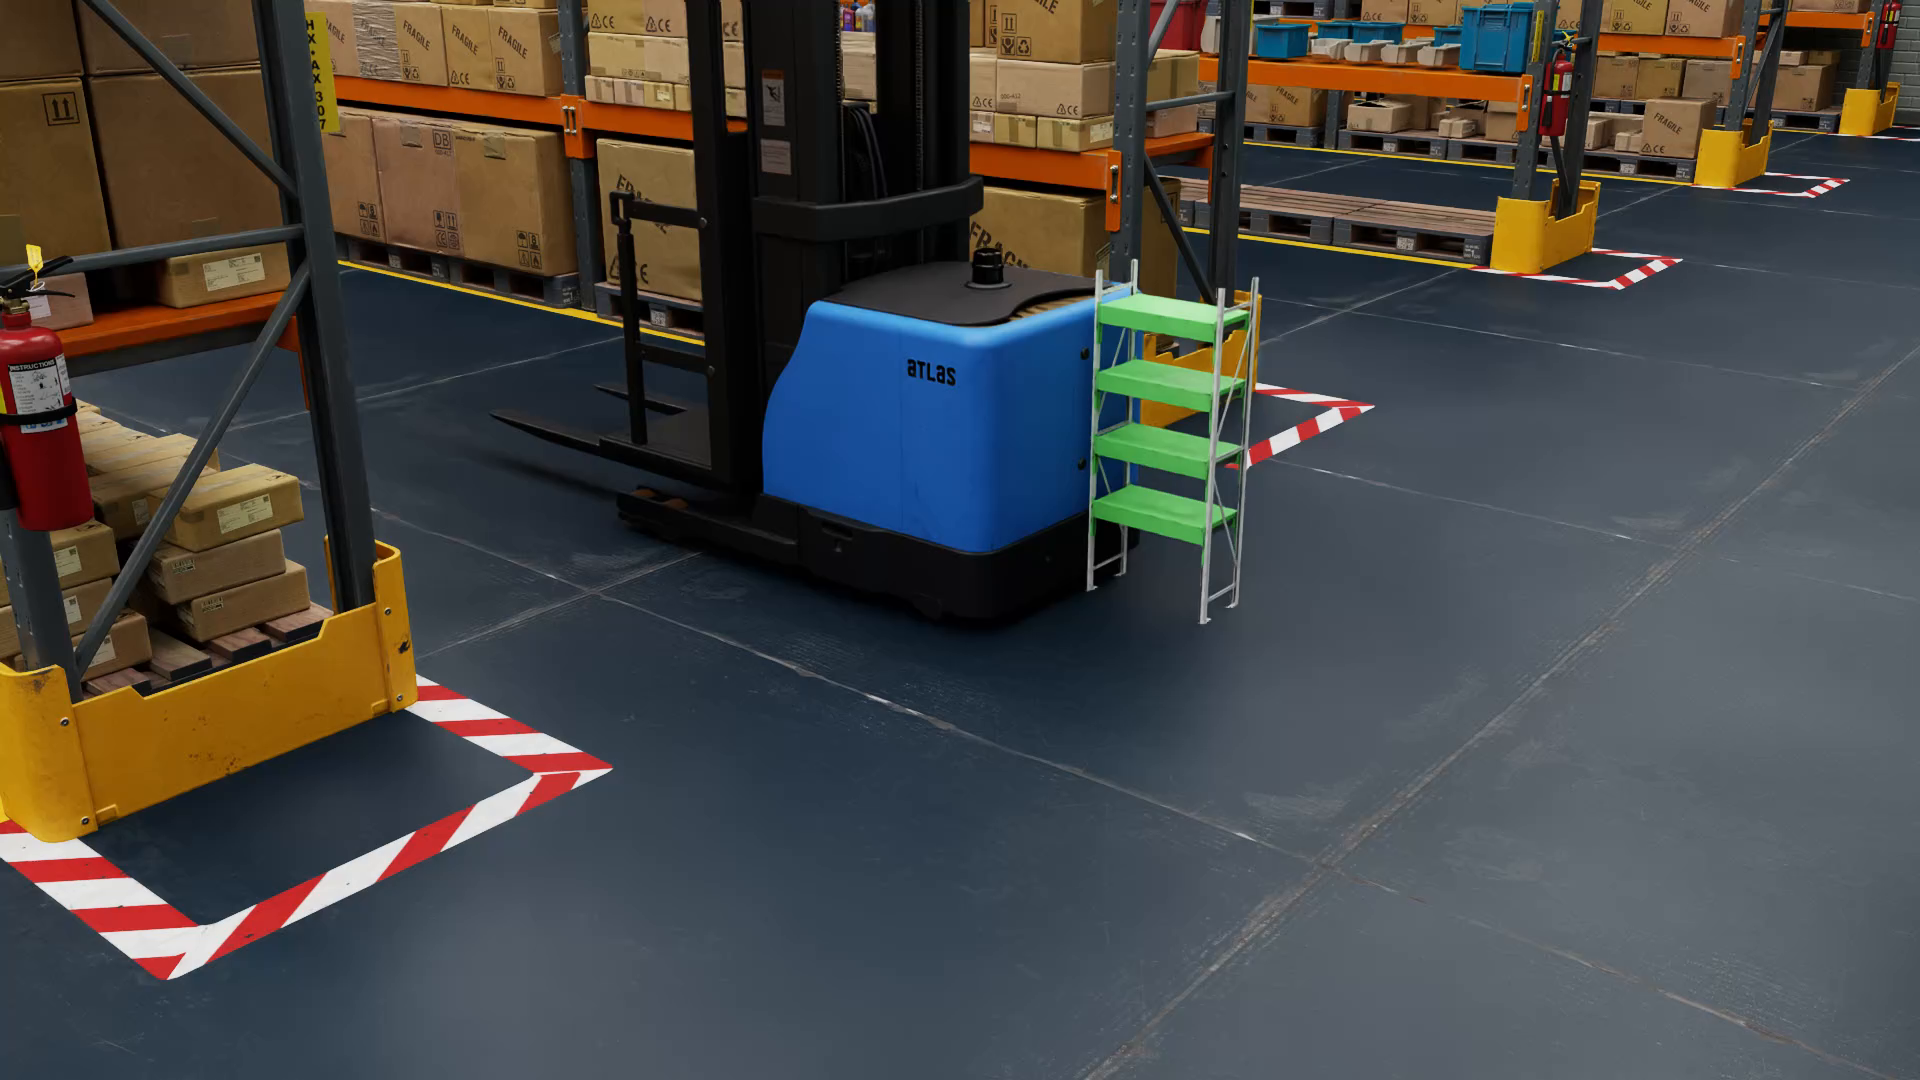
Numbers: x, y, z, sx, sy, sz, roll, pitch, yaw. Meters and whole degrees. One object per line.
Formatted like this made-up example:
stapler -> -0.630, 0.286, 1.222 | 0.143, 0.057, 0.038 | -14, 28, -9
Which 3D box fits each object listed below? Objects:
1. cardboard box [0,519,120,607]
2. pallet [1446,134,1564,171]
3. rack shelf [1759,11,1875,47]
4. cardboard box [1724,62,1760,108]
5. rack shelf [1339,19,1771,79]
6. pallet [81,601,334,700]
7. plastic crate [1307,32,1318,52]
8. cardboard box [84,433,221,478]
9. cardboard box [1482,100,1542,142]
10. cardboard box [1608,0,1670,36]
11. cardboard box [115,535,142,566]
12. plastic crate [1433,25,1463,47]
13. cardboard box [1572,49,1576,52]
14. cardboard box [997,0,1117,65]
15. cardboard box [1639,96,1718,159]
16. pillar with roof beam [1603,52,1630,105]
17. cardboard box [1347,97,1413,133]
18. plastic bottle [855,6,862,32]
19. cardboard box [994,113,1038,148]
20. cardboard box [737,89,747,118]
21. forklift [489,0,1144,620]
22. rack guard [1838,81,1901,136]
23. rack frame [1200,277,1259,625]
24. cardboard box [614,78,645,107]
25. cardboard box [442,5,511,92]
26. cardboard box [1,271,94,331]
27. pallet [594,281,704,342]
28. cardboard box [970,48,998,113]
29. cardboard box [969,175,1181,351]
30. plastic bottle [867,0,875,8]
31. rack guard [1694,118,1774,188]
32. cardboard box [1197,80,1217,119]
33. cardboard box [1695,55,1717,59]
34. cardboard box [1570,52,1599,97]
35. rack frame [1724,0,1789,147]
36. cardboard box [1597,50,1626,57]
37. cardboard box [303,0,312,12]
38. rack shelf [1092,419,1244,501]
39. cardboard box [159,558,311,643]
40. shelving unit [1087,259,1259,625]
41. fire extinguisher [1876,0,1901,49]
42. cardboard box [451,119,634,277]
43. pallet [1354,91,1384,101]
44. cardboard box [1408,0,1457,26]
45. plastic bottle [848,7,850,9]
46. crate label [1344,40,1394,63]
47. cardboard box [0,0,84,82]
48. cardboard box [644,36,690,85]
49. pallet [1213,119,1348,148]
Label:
cardboard box -> -2.718, 0.054, 4.875 | 0.250, 0.149, 0.380 | 16, 26, 37
pallet -> 5.715, -3.958, 16.866 | 1.213, 0.211, 1.003 | 16, 26, 36
rack shelf -> 8.913, -6.261, 20.039 | 4.000, 0.370, 1.077 | 16, 26, 36
cardboard box -> 9.469, -5.419, 19.733 | 0.500, 0.500, 0.700 | 16, 26, 36
rack shelf -> 5.784, -4.906, 16.446 | 4.000, 0.370, 1.077 | 16, 26, 36
pallet -> -2.814, 0.341, 5.465 | 1.213, 0.211, 1.003 | 16, 26, 36
plastic crate -> 2.638, -3.934, 13.137 | 0.466, 0.136, 0.293 | 16, 26, 36
cardboard box -> -2.743, -0.226, 5.619 | 0.250, 0.149, 0.380 | 16, 26, 36
cardboard box -> 5.693, -4.309, 16.757 | 0.637, 0.503, 0.797 | 16, 26, 36
cardboard box -> 6.410, -4.983, 15.490 | 0.500, 0.500, 0.500 | 16, 26, 37
cardboard box -> -2.568, -0.021, 5.497 | 0.250, 0.149, 0.380 | 16, 26, 36
plastic crate -> 3.705, -3.685, 12.340 | 0.300, 0.233, 0.416 | 16, 26, 36
cardboard box -> 7.891, -6.266, 21.061 | 0.250, 0.149, 0.380 | 16, 26, 36
cardboard box -> 0.523, -2.546, 7.896 | 0.500, 0.500, 0.500 | 16, 26, 37
cardboard box -> 6.756, -3.886, 15.642 | 0.500, 0.500, 0.500 | 16, 26, 36
pillar with roof beam -> 5.731, -8.754, 17.129 | 0.400, 9.000, 9.100 | 16, 26, 36
cardboard box -> 4.422, -4.484, 17.494 | 0.500, 0.311, 0.500 | 16, 26, 36
plastic bottle -> -0.902, -4.692, 15.041 | 0.097, 0.271, 0.097 | 0, 21, 0
cardboard box -> 0.380, -2.019, 8.126 | 0.250, 0.149, 0.380 | 16, 26, 37
cardboard box -> -1.009, -2.418, 9.185 | 0.250, 0.149, 0.380 | 16, 26, 37
forklift -> -0.766, -1.497, 6.484 | 3.031, 2.935, 1.130 | 16, 26, 36
rack guard -> 10.481, -4.976, 19.156 | 0.348, 0.500, 1.175 | 16, 26, 36
rack frame -> 0.929, -0.294, 5.748 | 0.015, 1.200, 0.240 | 16, 26, 36
cardboard box -> -1.810, -2.648, 9.796 | 0.250, 0.149, 0.380 | 15, 25, 35
cardboard box -> -2.947, -3.170, 10.682 | 0.500, 0.500, 0.500 | 17, 27, 38
cardboard box -> -2.579, -0.634, 4.454 | 0.250, 0.149, 0.380 | 16, 26, 36
pallet -> -1.493, -1.486, 10.309 | 1.213, 0.211, 1.003 | 16, 26, 36
cardboard box -> 0.131, -2.307, 8.326 | 0.500, 0.250, 0.500 | 16, 26, 35
cardboard box -> 0.520, -1.412, 8.578 | 0.875, 0.875, 0.875 | 16, 26, 36
plastic bottle -> -0.858, -5.025, 15.925 | 0.097, 0.271, 0.097 | 0, 21, 0
rack guard -> 7.274, -3.644, 15.622 | 0.348, 0.500, 1.175 | 16, 26, 36
cardboard box -> 2.905, -4.981, 18.545 | 0.500, 0.500, 0.500 | 16, 26, 37
cardboard box -> 9.097, -5.920, 20.143 | 0.250, 0.149, 0.380 | 16, 26, 37
cardboard box -> 7.878, -5.876, 20.946 | 0.500, 0.500, 0.700 | 16, 26, 37
rack frame -> 7.333, -4.796, 15.136 | 0.127, 3.000, 1.000 | 16, 26, 36
cardboard box -> 8.028, -6.053, 20.496 | 0.250, 0.149, 0.380 | 17, 27, 38
cardboard box -> -4.526, -3.623, 11.884 | 0.500, 0.500, 0.500 | 15, 25, 35
rack shelf -> 0.740, -0.289, 5.914 | 0.480, 0.148, 0.258 | 16, 26, 36
cardboard box -> -2.352, 0.177, 5.392 | 0.250, 0.149, 0.380 | 17, 26, 37
shelving unit -> 0.740, -0.348, 5.892 | 0.503, 1.200, 0.258 | 16, 26, 36
fire extinguisher -> 10.287, -5.781, 18.385 | 0.183, 0.674, 0.296 | 16, 26, 36
cardboard box -> -2.541, -2.321, 10.988 | 0.875, 0.875, 1.225 | 16, 26, 36
pallet -> 5.769, -6.163, 22.711 | 1.213, 0.211, 1.003 | 16, 26, 36
cardboard box -> 4.855, -5.434, 16.685 | 0.500, 0.500, 0.500 | 17, 26, 37
plastic bottle -> -1.085, -5.057, 16.110 | 0.097, 0.201, 0.097 | 0, 21, 0
crate label -> 3.005, -3.604, 12.263 | 0.243, 0.136, 0.396 | 16, 26, 36
cardboard box -> -2.660, -1.444, 4.265 | 0.500, 0.500, 0.500 | 15, 26, 35
cardboard box -> -1.452, -2.762, 9.532 | 0.500, 0.250, 0.500 | 16, 26, 36
pallet -> 3.580, -4.555, 18.448 | 1.213, 0.211, 1.003 | 16, 26, 36
